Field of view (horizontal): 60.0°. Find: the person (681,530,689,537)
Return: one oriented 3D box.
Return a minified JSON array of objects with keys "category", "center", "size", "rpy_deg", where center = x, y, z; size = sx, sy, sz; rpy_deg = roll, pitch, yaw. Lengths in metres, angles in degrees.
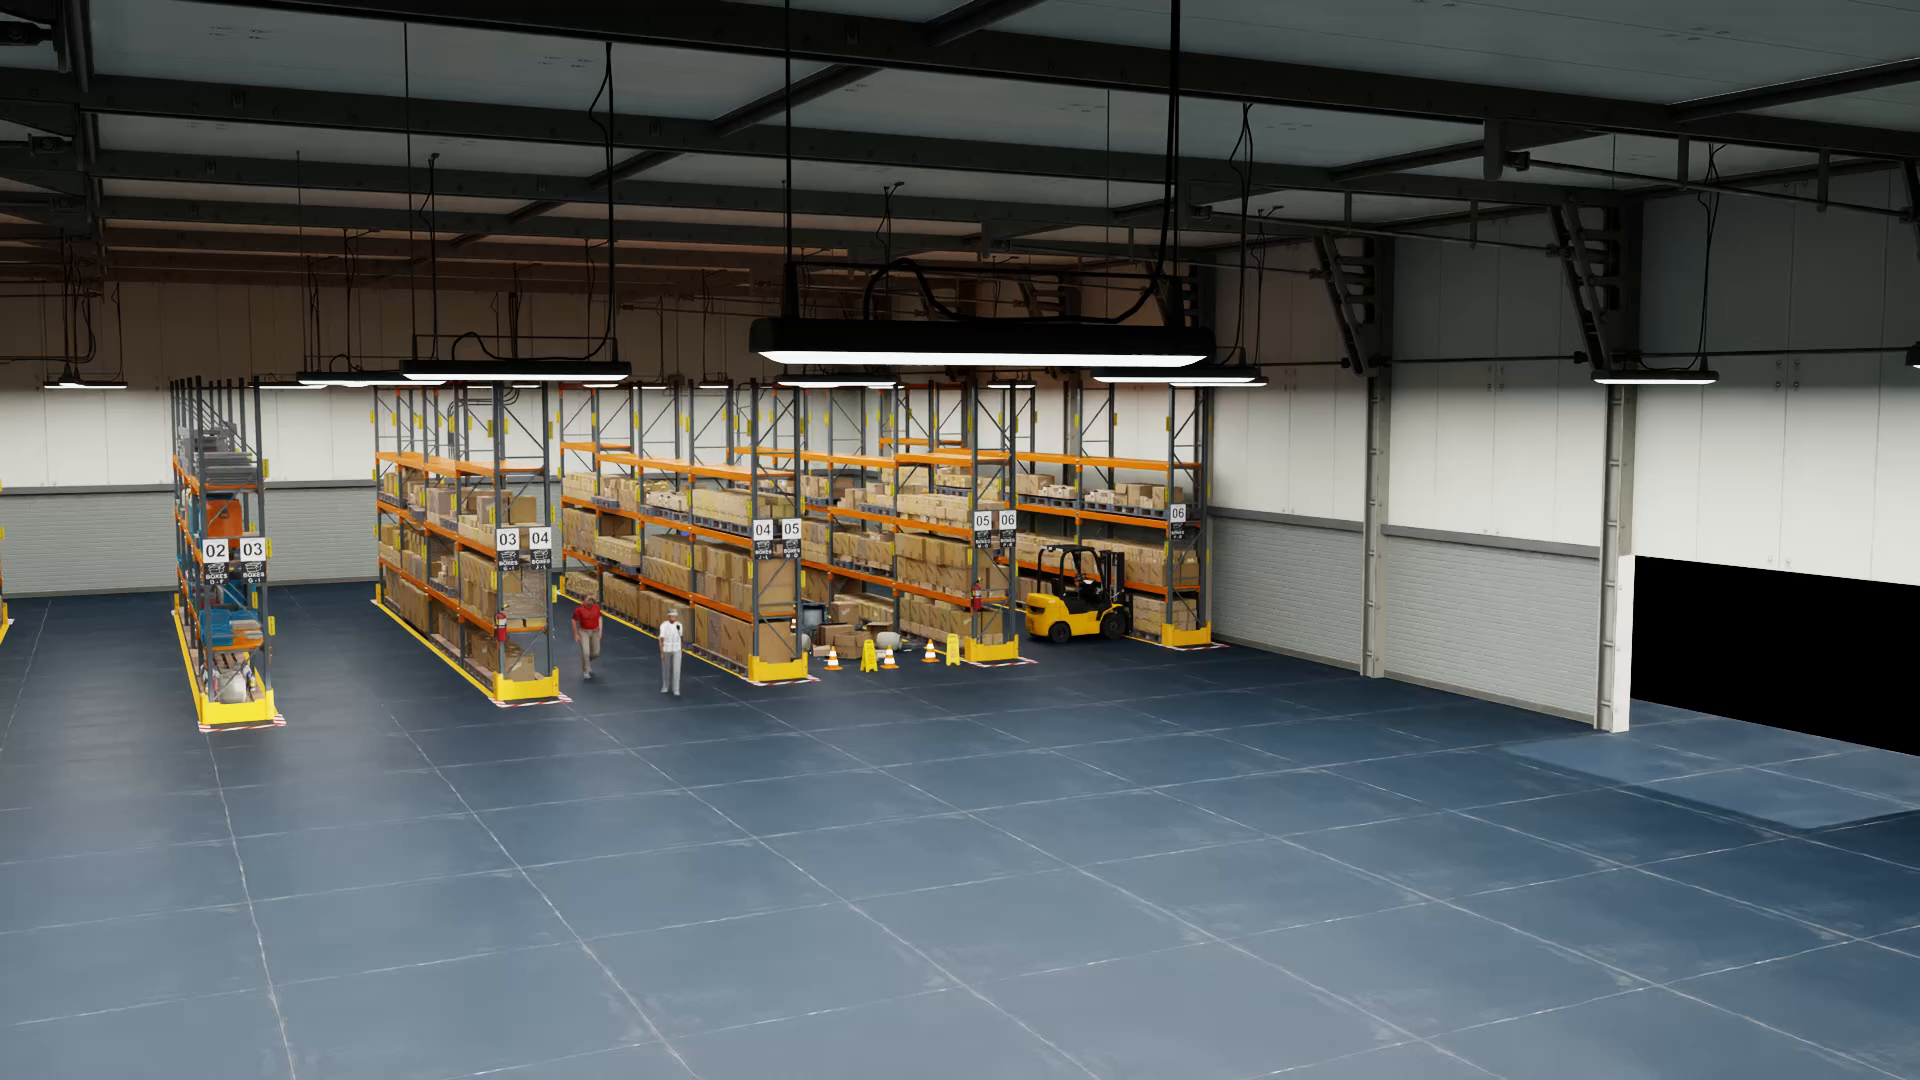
[{"category":"person","center":[-8.678,0.177,52.992],"size":[0.462,1.564,0.807],"rpy_deg":[2,5,19]}]

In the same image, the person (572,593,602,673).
[{"category":"person","center":[-7.533,1.861,33.511],"size":[0.626,1.625,0.543],"rpy_deg":[-4,6,-37]}]

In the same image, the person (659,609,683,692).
[{"category":"person","center":[-5.464,2.072,31.414],"size":[0.445,1.580,0.720],"rpy_deg":[-2,5,-18]}]
